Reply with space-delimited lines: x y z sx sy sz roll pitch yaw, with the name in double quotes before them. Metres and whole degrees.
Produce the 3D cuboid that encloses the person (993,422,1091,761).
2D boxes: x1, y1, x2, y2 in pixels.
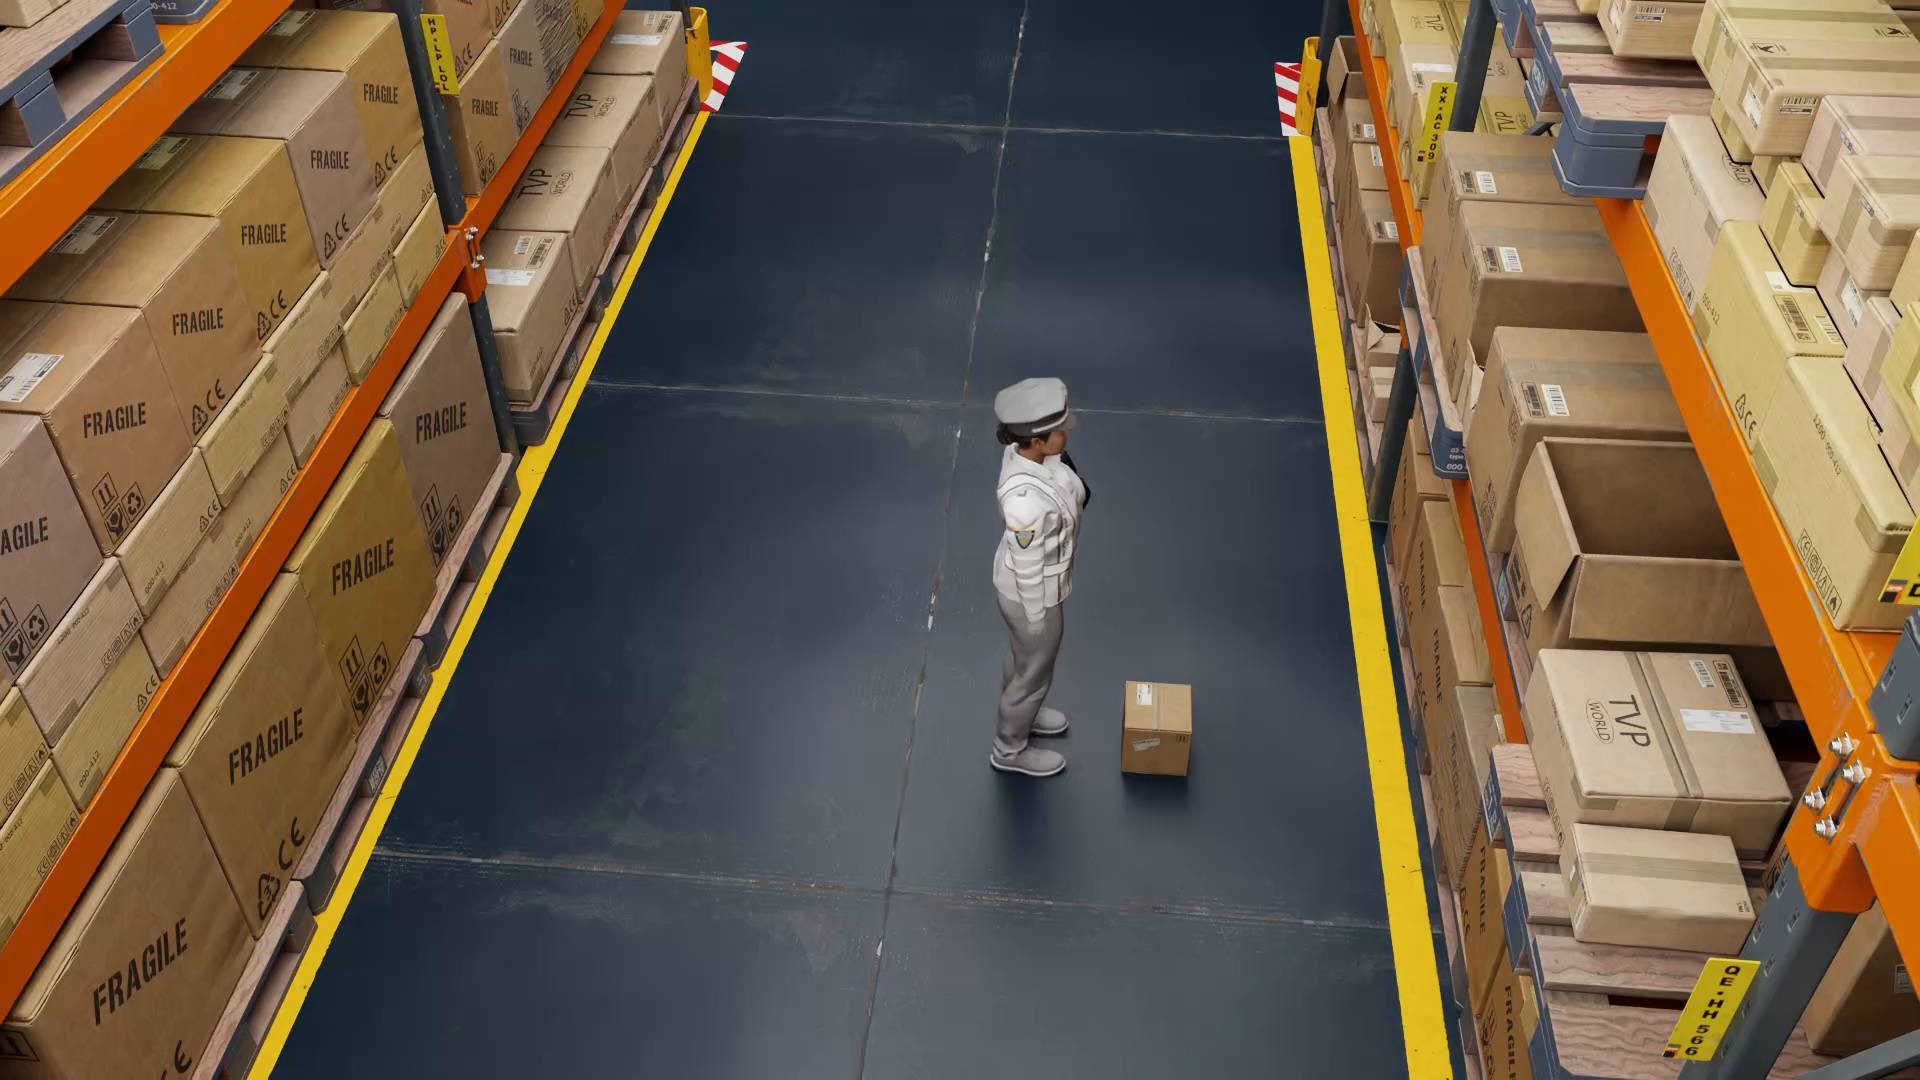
"person" -3.173 1.426 4.055 6.693 2.202 5.749 4 40 5
